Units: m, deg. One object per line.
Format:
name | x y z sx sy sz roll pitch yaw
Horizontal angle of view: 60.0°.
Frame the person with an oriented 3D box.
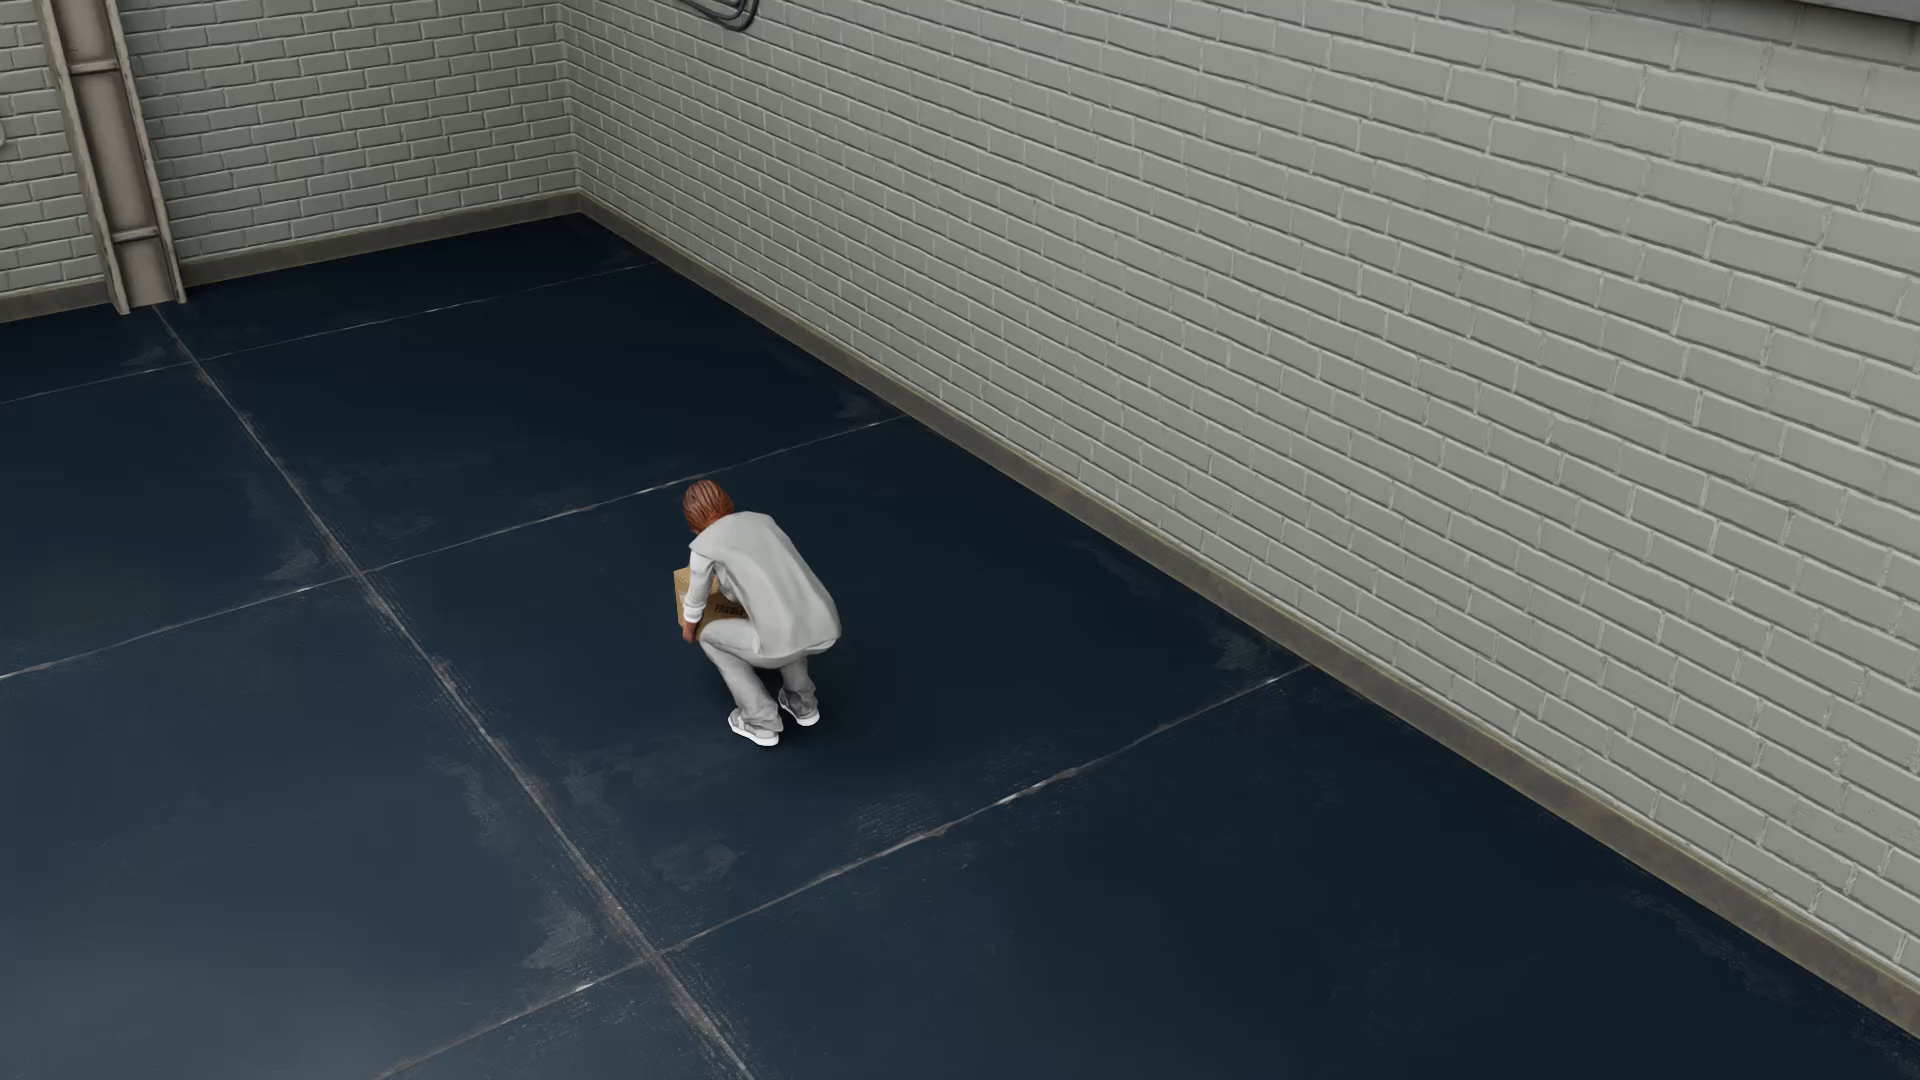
person | -0.749 0.306 6.322 0.418 0.742 0.704 -20 35 -32
